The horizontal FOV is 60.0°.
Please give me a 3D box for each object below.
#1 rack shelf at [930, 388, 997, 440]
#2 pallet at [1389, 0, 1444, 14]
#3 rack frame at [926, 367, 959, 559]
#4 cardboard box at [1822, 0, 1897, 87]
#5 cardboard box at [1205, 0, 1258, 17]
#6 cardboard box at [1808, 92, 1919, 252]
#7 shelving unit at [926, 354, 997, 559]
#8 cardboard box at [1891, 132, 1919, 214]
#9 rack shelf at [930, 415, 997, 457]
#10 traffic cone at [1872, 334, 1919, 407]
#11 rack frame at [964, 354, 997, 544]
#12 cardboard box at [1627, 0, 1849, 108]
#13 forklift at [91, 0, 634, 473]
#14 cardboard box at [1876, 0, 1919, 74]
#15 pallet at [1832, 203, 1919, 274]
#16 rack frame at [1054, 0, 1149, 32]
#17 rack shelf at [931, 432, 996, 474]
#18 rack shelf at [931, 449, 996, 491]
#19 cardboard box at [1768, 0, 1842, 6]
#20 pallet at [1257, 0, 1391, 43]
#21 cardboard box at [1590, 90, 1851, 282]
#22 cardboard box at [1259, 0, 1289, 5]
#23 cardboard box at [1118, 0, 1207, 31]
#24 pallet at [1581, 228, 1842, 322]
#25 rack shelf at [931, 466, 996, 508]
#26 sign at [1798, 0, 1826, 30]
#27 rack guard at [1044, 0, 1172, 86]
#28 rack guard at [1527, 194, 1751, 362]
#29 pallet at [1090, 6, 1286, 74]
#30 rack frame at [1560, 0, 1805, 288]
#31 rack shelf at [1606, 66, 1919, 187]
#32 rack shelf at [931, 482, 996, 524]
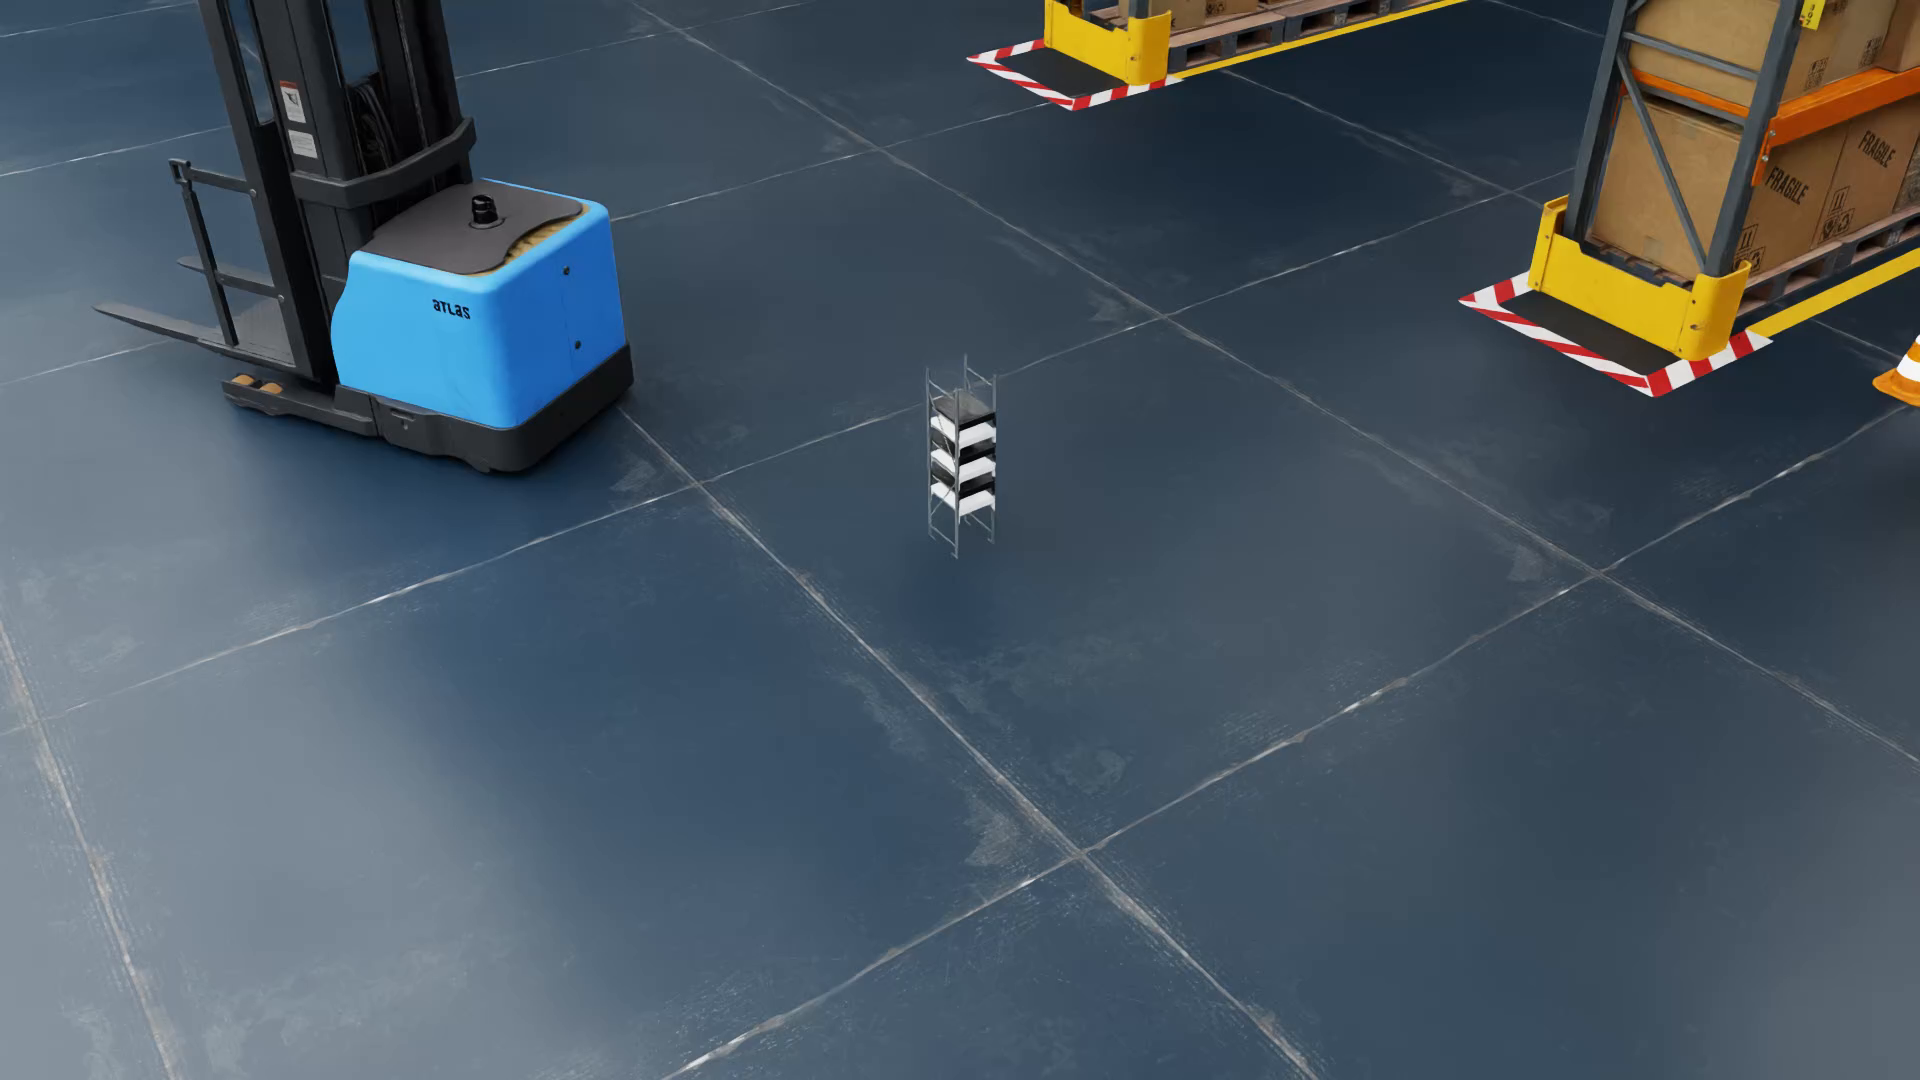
[{"bbox_3d":[0.007,-0.560,7.353,0.200,0.077,0.258,-22,41,-28],"label":"rack shelf"},{"bbox_3d":[3.799,-4.897,14.378,1.213,0.211,1.003,-22,41,-28],"label":"pallet"},{"bbox_3d":[-0.076,-0.334,7.443,0.006,0.900,0.240,-22,41,-28],"label":"rack frame"},{"bbox_3d":[4.547,-2.928,9.123,0.550,0.550,0.875,-22,41,-28],"label":"cardboard box"},{"bbox_3d":[2.047,-4.501,13.221,0.500,0.500,0.500,-12,37,-16],"label":"cardboard box"},{"bbox_3d":[5.067,-2.390,9.963,0.875,0.875,0.875,-23,42,-29],"label":"cardboard box"},{"bbox_3d":[0.007,-0.368,7.491,0.210,0.900,0.258,-22,41,-28],"label":"shelving unit"},{"bbox_3d":[5.813,-2.695,10.389,0.875,0.875,0.875,-22,41,-28],"label":"cardboard box"},{"bbox_3d":[0.007,-0.487,7.405,0.200,0.077,0.258,-22,41,-28],"label":"rack shelf"},{"bbox_3d":[5.085,-0.996,8.739,0.334,0.463,0.336,-22,41,-28],"label":"traffic cone"},{"bbox_3d":[0.090,-0.402,7.539,0.006,0.900,0.240,-22,41,-28],"label":"rack frame"},{"bbox_3d":[4.110,-2.732,8.852,0.550,0.550,0.875,-22,41,-28],"label":"cardboard box"},{"bbox_3d":[-3.281,-2.098,8.156,3.031,2.935,1.130,15,39,20],"label":"forklift"},{"bbox_3d":[5.077,-3.056,9.302,0.550,0.550,0.875,-22,41,-28],"label":"cardboard box"},{"bbox_3d":[5.438,-2.107,10.499,1.213,0.211,1.003,-22,41,-28],"label":"pallet"},{"bbox_3d":[1.058,-4.926,12.031,0.127,3.000,1.000,-22,41,-28],"label":"rack frame"},{"bbox_3d":[0.007,-0.414,7.458,0.200,0.077,0.258,-22,41,-28],"label":"rack shelf"},{"bbox_3d":[0.007,-0.341,7.511,0.200,0.077,0.258,-22,41,-28],"label":"rack shelf"},{"bbox_3d":[4.158,-3.131,8.481,0.550,0.550,0.875,-22,41,-28],"label":"cardboard box"},{"bbox_3d":[2.801,-4.484,13.804,1.213,0.211,1.003,-22,41,-28],"label":"pallet"},{"bbox_3d":[4.349,-2.093,9.551,0.875,0.875,0.875,-22,41,-28],"label":"cardboard box"},{"bbox_3d":[2.570,-4.703,13.501,0.500,0.500,0.500,-18,40,-24],"label":"cardboard box"},{"bbox_3d":[1.578,-4.284,12.919,0.500,0.500,0.500,-15,38,-20],"label":"cardboard box"},{"bbox_3d":[4.441,-1.699,9.932,1.213,0.211,1.003,-22,41,-28],"label":"pallet"},{"bbox_3d":[0.007,-0.268,7.563,0.200,0.077,0.258,-22,41,-28],"label":"rack shelf"},{"bbox_3d":[4.147,-2.642,8.045,0.005,0.325,0.100,-22,41,-28],"label":"sign"},{"bbox_3d":[1.120,-3.937,12.796,0.348,0.500,1.175,-22,41,-28],"label":"rack guard"},{"bbox_3d":[3.813,-1.502,9.410,0.348,0.500,1.175,-22,41,-28],"label":"rack guard"},{"bbox_3d":[1.805,-4.076,13.237,1.213,0.211,1.003,-22,41,-28],"label":"pallet"},{"bbox_3d":[3.833,-2.525,8.692,0.127,3.000,1.000,-22,41,-28],"label":"rack frame"},{"bbox_3d":[5.467,-2.906,9.837,4.000,0.370,1.077,-22,41,-28],"label":"rack shelf"},{"bbox_3d":[0.007,-0.195,7.616,0.200,0.077,0.258,-22,41,-28],"label":"rack shelf"}]
